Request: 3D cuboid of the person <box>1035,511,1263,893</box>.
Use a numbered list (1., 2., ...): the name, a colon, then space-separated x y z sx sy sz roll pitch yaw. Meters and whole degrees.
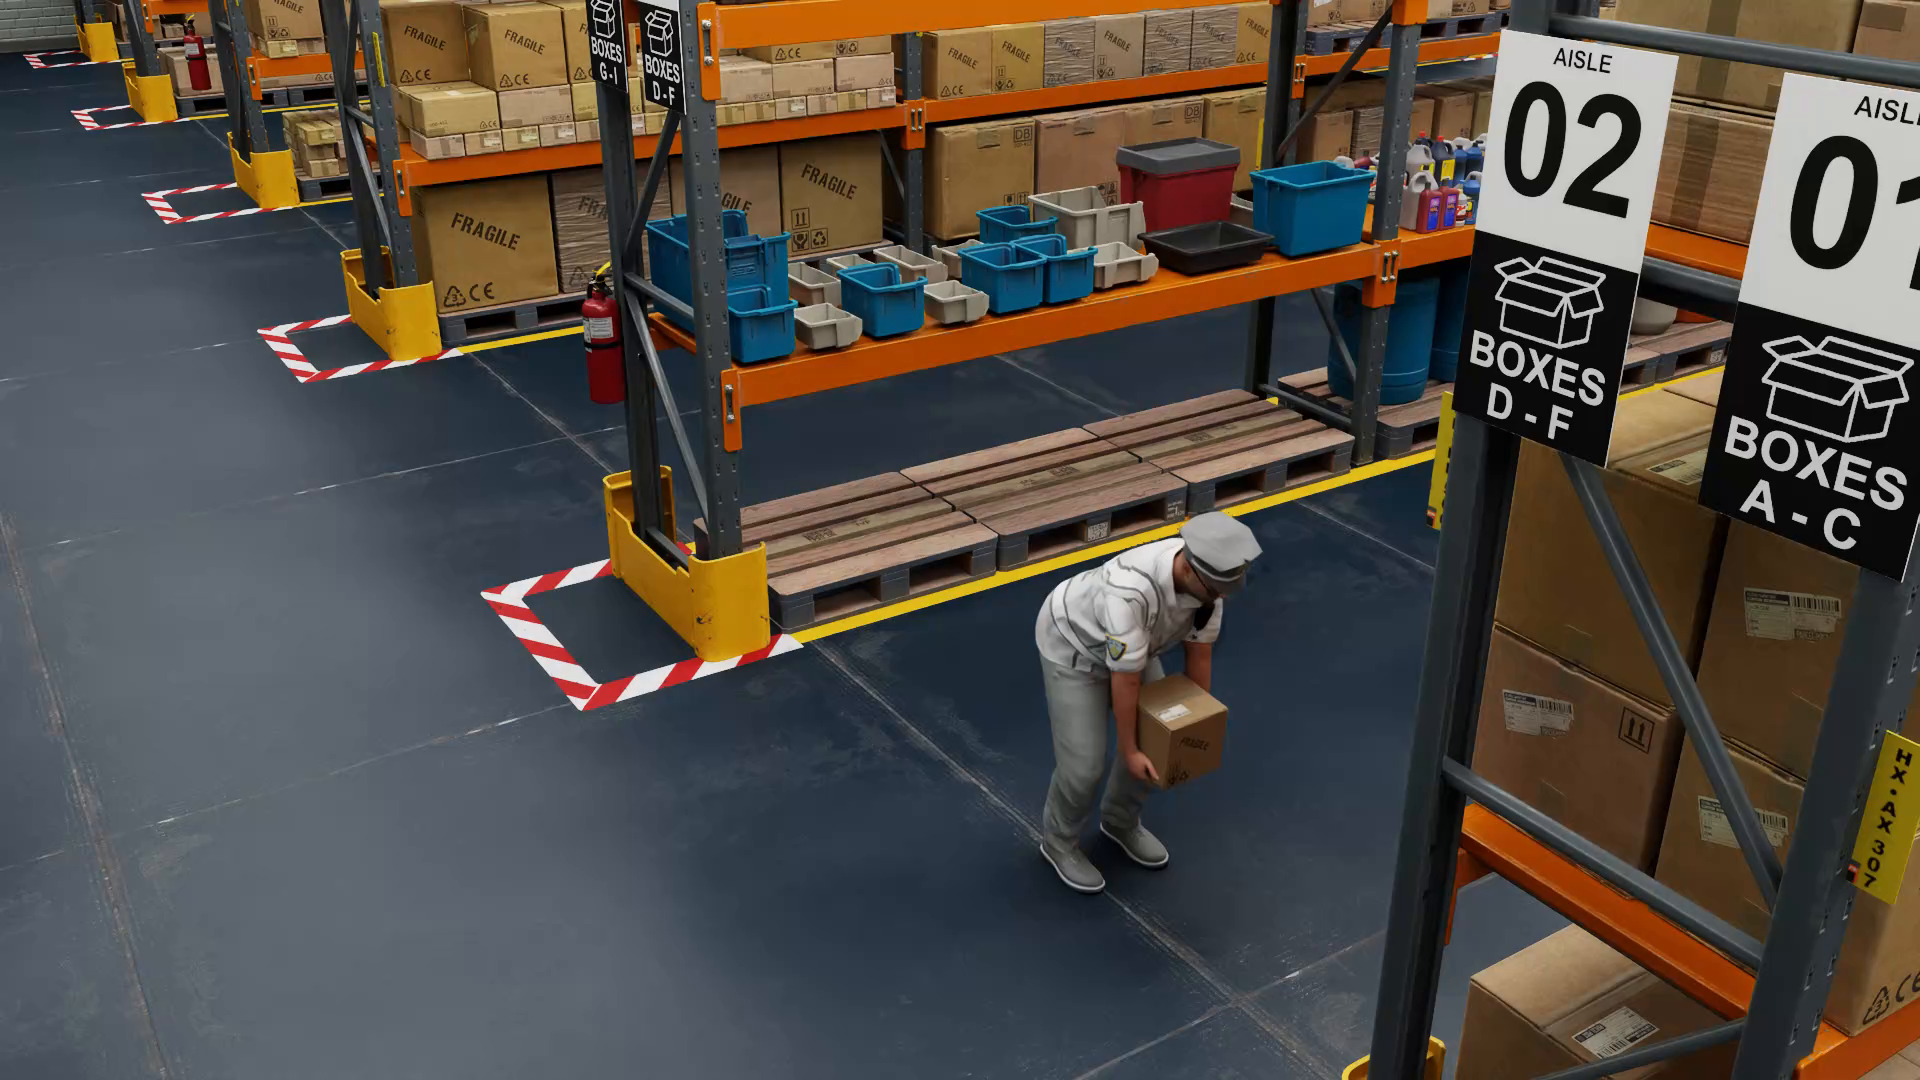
1. person: 0.623 0.544 5.703 0.487 1.529 0.860 -16 29 -31
